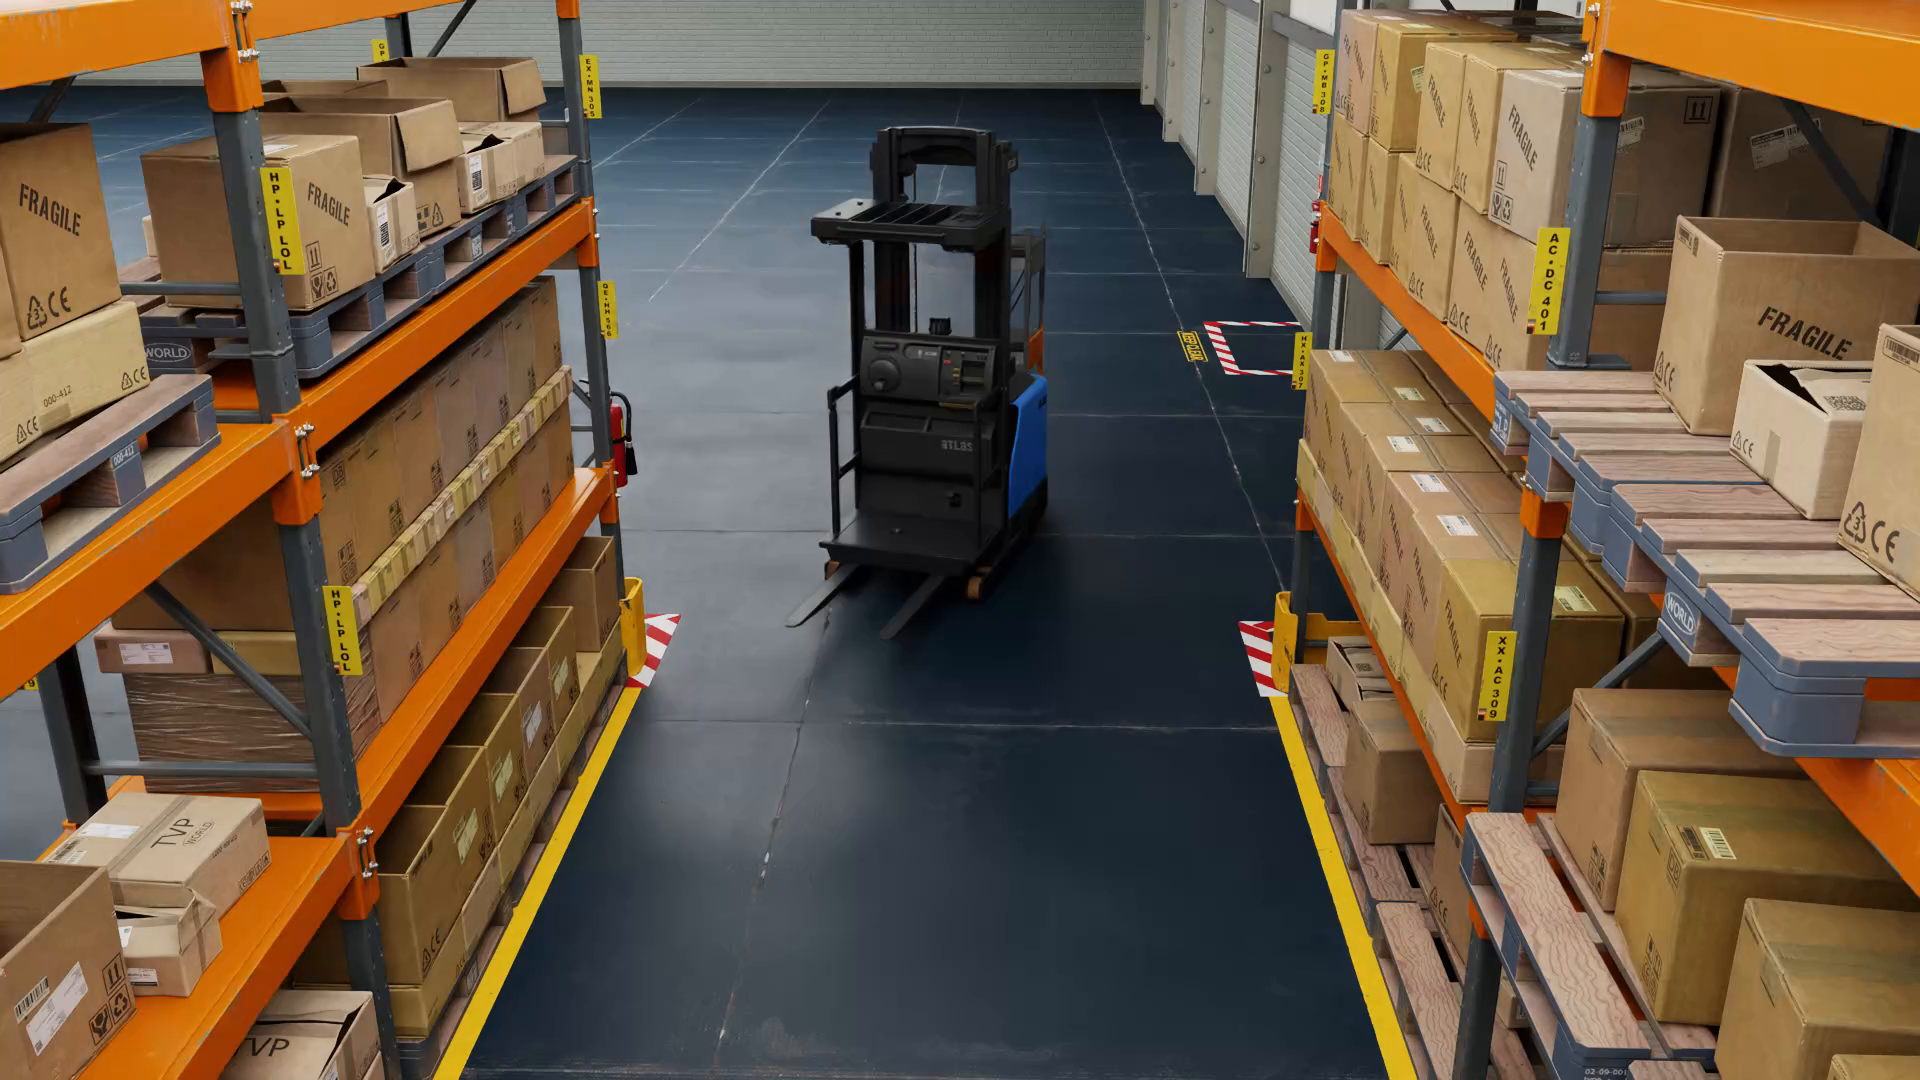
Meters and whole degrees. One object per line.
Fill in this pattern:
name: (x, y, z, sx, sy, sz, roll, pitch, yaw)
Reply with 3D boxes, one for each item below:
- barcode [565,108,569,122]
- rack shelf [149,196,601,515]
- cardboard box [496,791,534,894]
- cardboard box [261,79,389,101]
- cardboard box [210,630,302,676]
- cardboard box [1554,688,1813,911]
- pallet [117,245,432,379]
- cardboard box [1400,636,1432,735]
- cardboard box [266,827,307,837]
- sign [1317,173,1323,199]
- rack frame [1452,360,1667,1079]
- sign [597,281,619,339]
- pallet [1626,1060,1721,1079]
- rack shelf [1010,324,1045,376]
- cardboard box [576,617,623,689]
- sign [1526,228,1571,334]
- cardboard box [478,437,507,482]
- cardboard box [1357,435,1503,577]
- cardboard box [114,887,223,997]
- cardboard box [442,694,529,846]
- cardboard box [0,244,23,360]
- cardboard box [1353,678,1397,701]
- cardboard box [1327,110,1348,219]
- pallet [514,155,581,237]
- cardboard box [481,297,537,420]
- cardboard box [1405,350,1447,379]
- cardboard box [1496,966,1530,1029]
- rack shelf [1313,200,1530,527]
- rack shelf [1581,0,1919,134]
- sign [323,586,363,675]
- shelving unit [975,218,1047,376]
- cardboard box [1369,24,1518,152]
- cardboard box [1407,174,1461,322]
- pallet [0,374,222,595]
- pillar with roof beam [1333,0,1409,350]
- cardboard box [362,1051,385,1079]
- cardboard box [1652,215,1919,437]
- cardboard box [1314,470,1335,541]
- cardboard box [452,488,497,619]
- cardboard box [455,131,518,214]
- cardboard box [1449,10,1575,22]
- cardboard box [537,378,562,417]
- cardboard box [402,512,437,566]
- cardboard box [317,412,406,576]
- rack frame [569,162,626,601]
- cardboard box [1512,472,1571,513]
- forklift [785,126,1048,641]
barcode: (-2.030, -2.194, 8.587, 0.001, 0.075, 0.075, 1, 21, 2)
rack shelf: (-2.564, -0.979, 7.254, 1.077, 0.370, 4.000, 1, 21, 2)
cardboard box: (-2.267, 1.367, 7.579, 0.500, 0.250, 0.500, 1, 21, 2)
cardboard box: (-2.826, -1.748, 7.328, 0.500, 0.500, 0.500, 1, 21, 2)
cardboard box: (-2.423, 0.363, 5.912, 0.380, 0.149, 0.250, 1, 21, 2)
cardboard box: (2.278, 0.792, 5.094, 0.700, 0.500, 0.500, 1, 21, 2)
pallet: (-2.624, -0.859, 6.071, 1.003, 0.211, 1.213, 1, 21, 2)
cardboard box: (2.062, 0.566, 6.603, 0.500, 0.250, 0.500, 1, 21, 2)
cardboard box: (-2.802, 1.193, 6.992, 0.500, 0.500, 0.500, 1, 21, 2)
sign: (3.708, -3.601, 17.115, 0.001, 0.329, 0.234, 1, 21, 2)
rack frame: (2.327, 0.860, 5.665, 1.000, 3.000, 0.127, 1, 21, 2)
sign: (-1.961, -1.278, 9.249, 0.100, 0.325, 0.005, 1, 21, 2)
pallet: (2.225, 1.680, 3.818, 1.003, 0.211, 1.213, 1, 21, 2)
rack shelf: (0.376, -1.343, 12.607, 0.431, 0.518, 0.480, 6, 20, 14)
cardboard box: (-2.224, 0.644, 9.443, 0.500, 0.250, 0.500, 1, 21, 2)
sign: (1.784, -0.782, 5.037, 0.100, 0.325, 0.005, 1, 21, 2)
cardboard box: (-2.362, -0.380, 7.826, 0.380, 0.149, 0.250, 1, 21, 3)
cardboard box: (2.083, -0.154, 7.421, 0.500, 0.500, 0.500, 1, 21, 3)
cardboard box: (-2.468, 1.190, 5.002, 0.396, 0.266, 0.258, 0, 21, 0)
cardboard box: (-2.267, 1.018, 7.443, 0.500, 0.500, 0.500, 1, 21, 2)
cardboard box: (-2.677, -0.638, 3.970, 0.500, 0.500, 0.500, 3, 21, 7)
cardboard box: (2.320, 0.918, 8.626, 0.500, 0.311, 0.500, 2, 21, 6)
cardboard box: (2.189, -1.922, 8.524, 0.500, 0.500, 0.500, 1, 21, 3)
pallet: (-2.550, -1.741, 8.345, 1.003, 0.211, 1.213, 1, 21, 2)
cardboard box: (-2.542, -0.913, 8.303, 0.700, 0.500, 0.500, 0, 21, 0)
cardboard box: (2.647, -0.702, 8.835, 0.500, 0.500, 0.500, 0, 21, 1)
cardboard box: (2.313, 1.782, 6.598, 0.380, 0.166, 0.250, -2, 21, -5)
rack shelf: (2.388, -0.926, 7.117, 1.077, 0.370, 4.000, 1, 21, 2)
rack shelf: (2.266, -0.692, 2.919, 1.077, 0.370, 4.000, 1, 21, 2)
sign: (-2.082, 0.307, 5.601, 0.100, 0.325, 0.005, 1, 21, 2)
shelving unit: (0.376, -1.356, 12.603, 0.431, 2.100, 0.503, 6, 20, 14)
cardboard box: (2.124, -2.004, 7.352, 0.500, 0.500, 0.500, 1, 21, 3)
cardboard box: (2.102, -1.163, 6.567, 0.500, 0.500, 0.500, 0, 21, 0)
pallet: (-2.638, -0.183, 4.472, 0.805, 0.209, 1.217, 0, 21, -1)
pillar with roof beam: (-0.828, -5.337, 13.344, 9.100, 9.000, 0.400, 1, 21, 2)
cardboard box: (-2.347, 2.046, 5.829, 0.500, 0.250, 0.500, 0, 21, 1)
cardboard box: (2.231, -0.584, 4.521, 0.500, 0.500, 0.500, 4, 22, 9)
cardboard box: (2.115, -0.165, 8.486, 0.500, 0.250, 0.500, 0, 21, 0)
cardboard box: (-2.574, 0.043, 7.634, 0.700, 0.500, 0.500, 1, 21, 3)
cardboard box: (-2.291, -1.637, 7.303, 0.500, 0.311, 0.500, 3, 21, 8)
cardboard box: (2.697, -2.348, 8.238, 0.500, 0.500, 0.500, 2, 21, 4)
cardboard box: (-2.331, -0.753, 8.789, 0.380, 0.149, 0.250, 1, 21, 3)
cardboard box: (-2.393, -0.006, 6.864, 0.380, 0.149, 0.250, 0, 21, 0)
cardboard box: (-2.603, -0.188, 6.434, 0.700, 0.500, 0.500, 1, 21, 1)
rack frame: (-2.503, -0.639, 9.530, 1.000, 3.000, 0.127, 1, 21, 2)
cardboard box: (2.590, 0.036, 6.931, 0.500, 0.500, 0.500, 1, 21, 3)
forklift: (-0.279, -1.124, 10.874, 1.130, 2.935, 3.031, 7, 22, 17)
